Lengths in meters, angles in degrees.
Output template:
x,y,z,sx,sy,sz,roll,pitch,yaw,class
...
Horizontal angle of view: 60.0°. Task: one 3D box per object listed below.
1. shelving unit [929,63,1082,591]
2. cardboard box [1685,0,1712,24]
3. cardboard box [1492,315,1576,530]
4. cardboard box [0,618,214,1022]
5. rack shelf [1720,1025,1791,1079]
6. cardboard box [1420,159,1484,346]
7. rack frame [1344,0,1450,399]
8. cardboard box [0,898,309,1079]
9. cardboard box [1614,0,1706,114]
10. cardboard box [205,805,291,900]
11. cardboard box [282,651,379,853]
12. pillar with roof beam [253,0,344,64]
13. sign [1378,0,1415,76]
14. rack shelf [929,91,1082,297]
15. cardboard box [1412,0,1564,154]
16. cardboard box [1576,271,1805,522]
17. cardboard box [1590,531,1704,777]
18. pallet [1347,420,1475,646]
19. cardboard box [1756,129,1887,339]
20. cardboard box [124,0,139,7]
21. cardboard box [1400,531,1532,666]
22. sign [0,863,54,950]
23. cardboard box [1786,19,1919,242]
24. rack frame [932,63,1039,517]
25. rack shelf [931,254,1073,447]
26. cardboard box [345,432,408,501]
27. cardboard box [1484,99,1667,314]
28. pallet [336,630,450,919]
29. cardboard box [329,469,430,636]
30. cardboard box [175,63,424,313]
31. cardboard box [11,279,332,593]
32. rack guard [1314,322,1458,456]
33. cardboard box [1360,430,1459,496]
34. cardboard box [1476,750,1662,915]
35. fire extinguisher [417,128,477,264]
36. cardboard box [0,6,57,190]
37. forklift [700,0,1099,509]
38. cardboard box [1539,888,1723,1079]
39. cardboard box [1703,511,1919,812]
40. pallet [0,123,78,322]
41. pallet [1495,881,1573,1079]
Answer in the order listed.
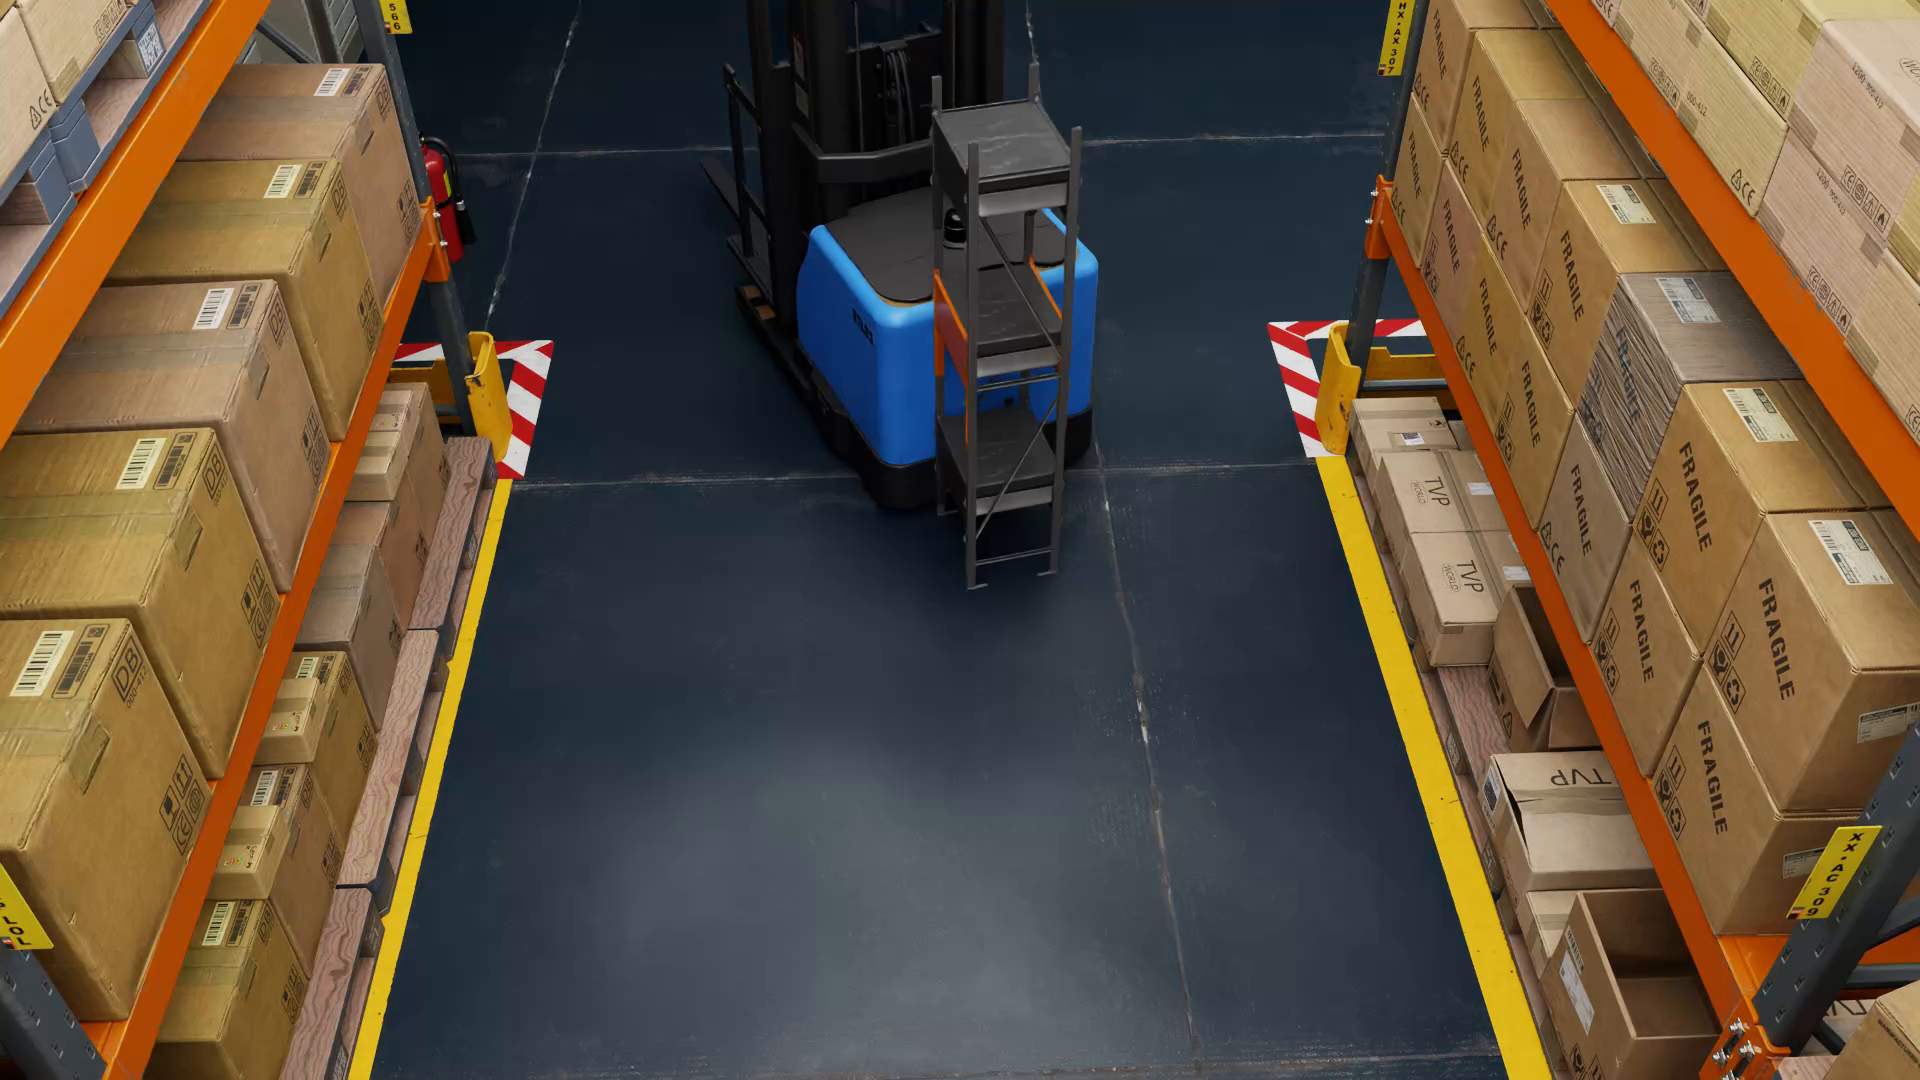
x,y,z,sx,sy,sz,roll,pitch,yaw,class
0.158,-0.758,6.523,0.431,2.100,0.503,-11,44,-11,shelving unit
2.085,-1.547,4.239,0.500,0.250,0.500,-2,43,-2,cardboard box
2.085,-0.384,5.375,0.500,0.500,0.500,-1,43,-1,cardboard box
-2.521,0.689,4.057,0.980,0.700,0.700,-1,43,-1,cardboard box
2.519,2.637,2.686,1.077,0.370,4.000,-2,43,-2,rack shelf
2.047,-1.061,6.113,0.500,0.500,0.500,-2,43,-2,cardboard box
2.264,-1.679,6.862,1.000,3.000,0.127,-2,43,-2,rack frame
-2.444,1.425,5.015,0.700,0.500,0.500,-1,43,-1,cardboard box
2.091,-1.363,4.408,0.500,0.250,0.500,-2,43,-2,cardboard box
-2.276,0.949,5.053,0.380,0.149,0.250,0,43,0,cardboard box
-2.482,0.739,5.763,0.700,0.500,0.500,-1,43,-1,cardboard box
0.638,-5.667,6.773,9.100,9.000,0.400,-2,43,-2,pillar with roof beam
1.722,-1.982,6.552,0.100,0.325,0.005,-2,43,-2,sign
0.158,-1.264,6.059,0.431,0.518,0.480,-11,44,-11,rack shelf
2.020,-1.777,6.155,0.500,0.500,0.500,0,43,0,cardboard box
2.109,-0.404,4.657,0.500,0.500,0.500,-1,43,-1,cardboard box
2.133,0.306,4.622,0.500,0.500,0.500,-1,43,-1,cardboard box
2.303,-0.061,7.161,1.003,0.211,1.213,-2,43,-2,pallet
2.137,-0.688,3.671,0.500,0.250,0.500,-2,43,-2,cardboard box
-2.338,-1.587,4.268,0.500,0.250,0.500,-3,43,-3,cardboard box
2.047,0.223,6.496,0.500,0.250,0.500,-2,43,-2,cardboard box
-1.973,0.746,3.418,0.100,0.325,0.005,-2,43,-2,sign
2.125,-0.872,3.502,0.500,0.250,0.500,-2,43,-2,cardboard box
0.093,-0.917,6.696,0.400,2.100,0.015,-11,44,-11,rack frame
0.158,-0.748,6.532,0.431,0.518,0.480,-11,44,-11,rack shelf
-2.356,-0.283,6.398,0.380,0.149,0.250,-1,43,-1,cardboard box
2.066,-1.087,5.402,0.500,0.500,0.500,-1,43,-1,cardboard box
-2.524,0.853,6.163,1.003,0.211,1.213,-2,43,-2,pallet
-2.534,0.040,6.526,0.700,0.500,0.500,-2,43,-2,cardboard box
-2.653,-1.301,6.227,0.980,0.700,0.700,0,43,0,cardboard box
-2.588,-0.295,5.130,0.980,0.700,0.700,-4,43,-4,cardboard box
2.268,-0.706,7.651,1.175,0.500,0.348,-2,43,-2,rack guard
1.950,-0.335,7.167,0.380,0.166,0.250,-2,43,-2,cardboard box
2.095,0.968,5.639,0.500,0.311,0.500,-2,43,-2,cardboard box
-2.230,-1.483,6.982,0.296,0.674,0.183,-2,43,-2,fire extinguisher
-2.288,-0.895,3.512,0.500,0.250,0.500,-2,43,-3,cardboard box
-0.490,-2.214,7.496,1.130,2.935,3.031,-18,45,-18,forklift
2.127,1.404,5.023,0.500,0.500,0.500,-2,43,-2,cardboard box
2.154,0.282,3.909,0.500,0.500,0.500,-1,43,-2,cardboard box
-2.539,-0.460,3.377,1.003,0.211,1.213,-2,43,-2,pallet
2.406,1.586,5.364,1.003,0.211,1.213,-2,43,-2,pallet
